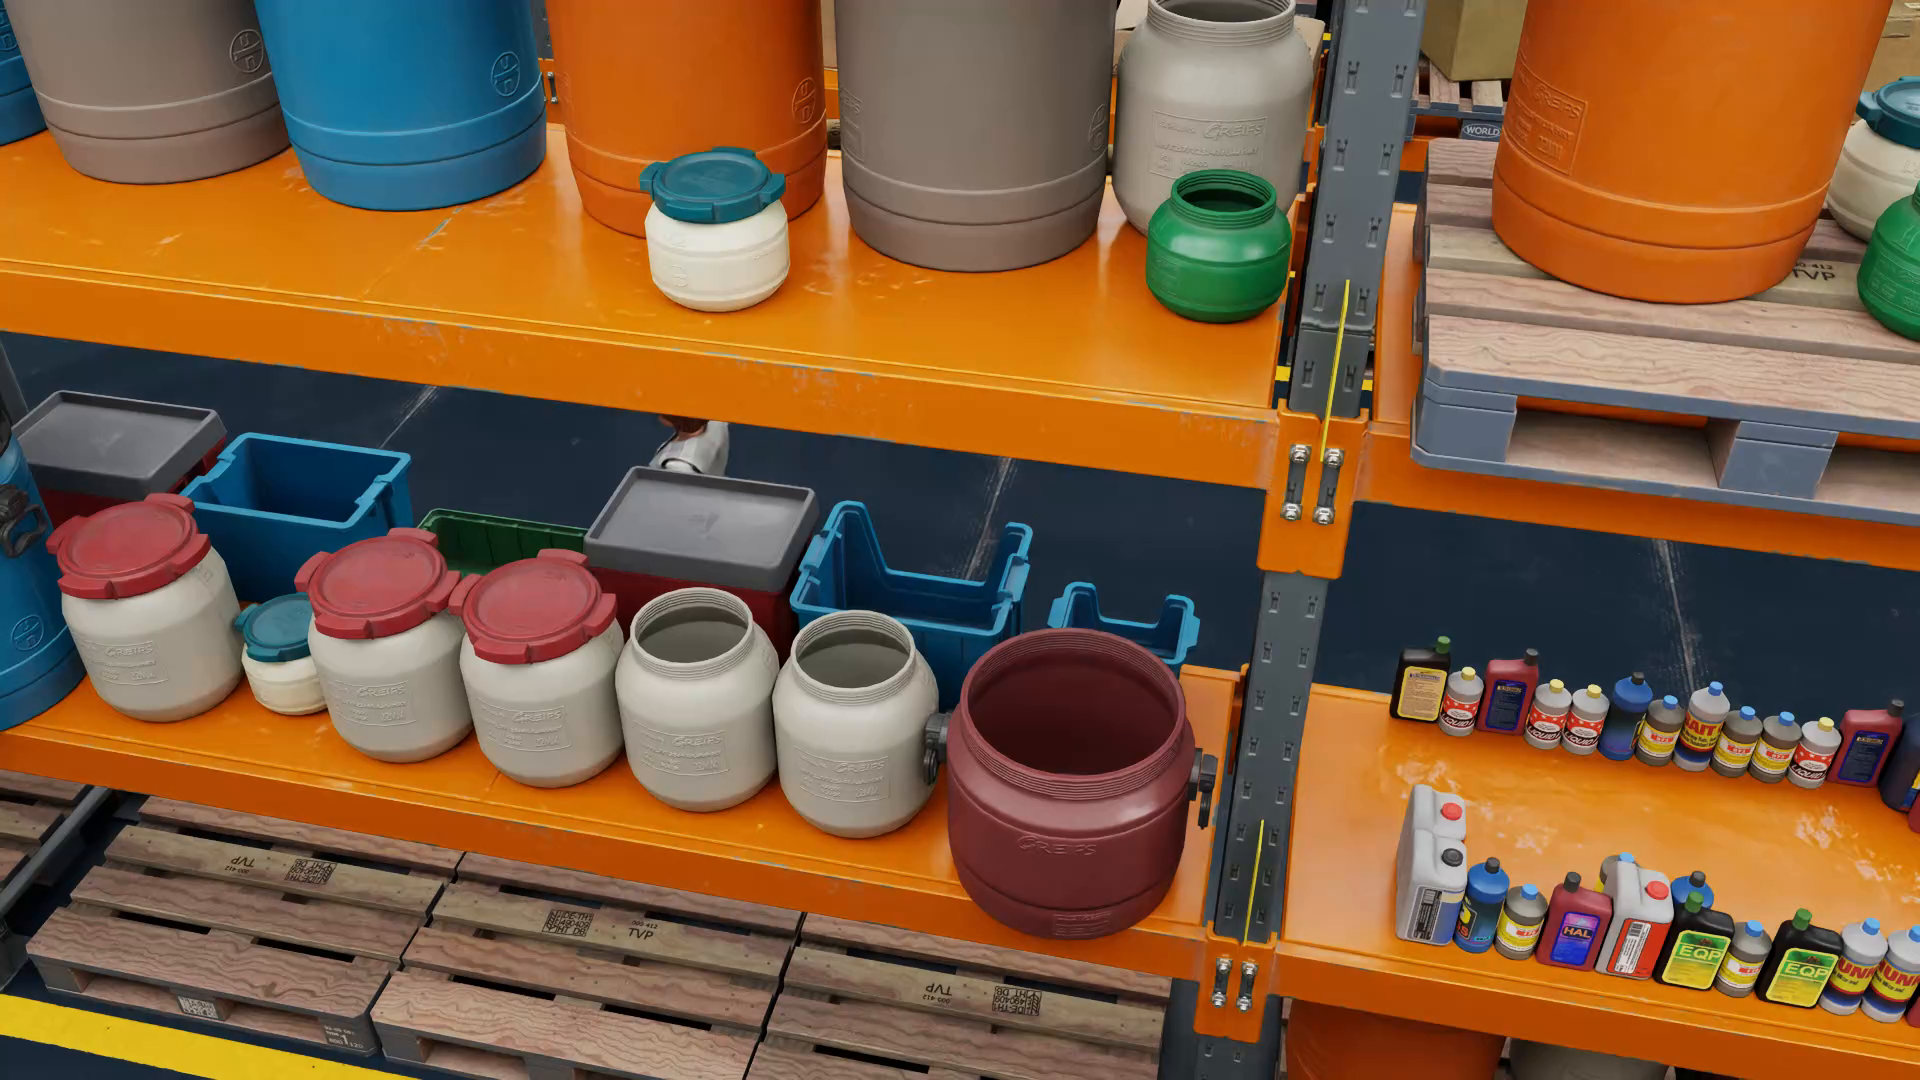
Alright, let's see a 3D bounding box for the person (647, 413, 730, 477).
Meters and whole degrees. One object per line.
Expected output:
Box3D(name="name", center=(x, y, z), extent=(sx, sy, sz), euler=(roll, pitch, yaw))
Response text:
Box3D(name="person", center=(-0.983, 0.101, 6.135), extent=(0.557, 1.513, 0.418), euler=(8, 38, 11))
